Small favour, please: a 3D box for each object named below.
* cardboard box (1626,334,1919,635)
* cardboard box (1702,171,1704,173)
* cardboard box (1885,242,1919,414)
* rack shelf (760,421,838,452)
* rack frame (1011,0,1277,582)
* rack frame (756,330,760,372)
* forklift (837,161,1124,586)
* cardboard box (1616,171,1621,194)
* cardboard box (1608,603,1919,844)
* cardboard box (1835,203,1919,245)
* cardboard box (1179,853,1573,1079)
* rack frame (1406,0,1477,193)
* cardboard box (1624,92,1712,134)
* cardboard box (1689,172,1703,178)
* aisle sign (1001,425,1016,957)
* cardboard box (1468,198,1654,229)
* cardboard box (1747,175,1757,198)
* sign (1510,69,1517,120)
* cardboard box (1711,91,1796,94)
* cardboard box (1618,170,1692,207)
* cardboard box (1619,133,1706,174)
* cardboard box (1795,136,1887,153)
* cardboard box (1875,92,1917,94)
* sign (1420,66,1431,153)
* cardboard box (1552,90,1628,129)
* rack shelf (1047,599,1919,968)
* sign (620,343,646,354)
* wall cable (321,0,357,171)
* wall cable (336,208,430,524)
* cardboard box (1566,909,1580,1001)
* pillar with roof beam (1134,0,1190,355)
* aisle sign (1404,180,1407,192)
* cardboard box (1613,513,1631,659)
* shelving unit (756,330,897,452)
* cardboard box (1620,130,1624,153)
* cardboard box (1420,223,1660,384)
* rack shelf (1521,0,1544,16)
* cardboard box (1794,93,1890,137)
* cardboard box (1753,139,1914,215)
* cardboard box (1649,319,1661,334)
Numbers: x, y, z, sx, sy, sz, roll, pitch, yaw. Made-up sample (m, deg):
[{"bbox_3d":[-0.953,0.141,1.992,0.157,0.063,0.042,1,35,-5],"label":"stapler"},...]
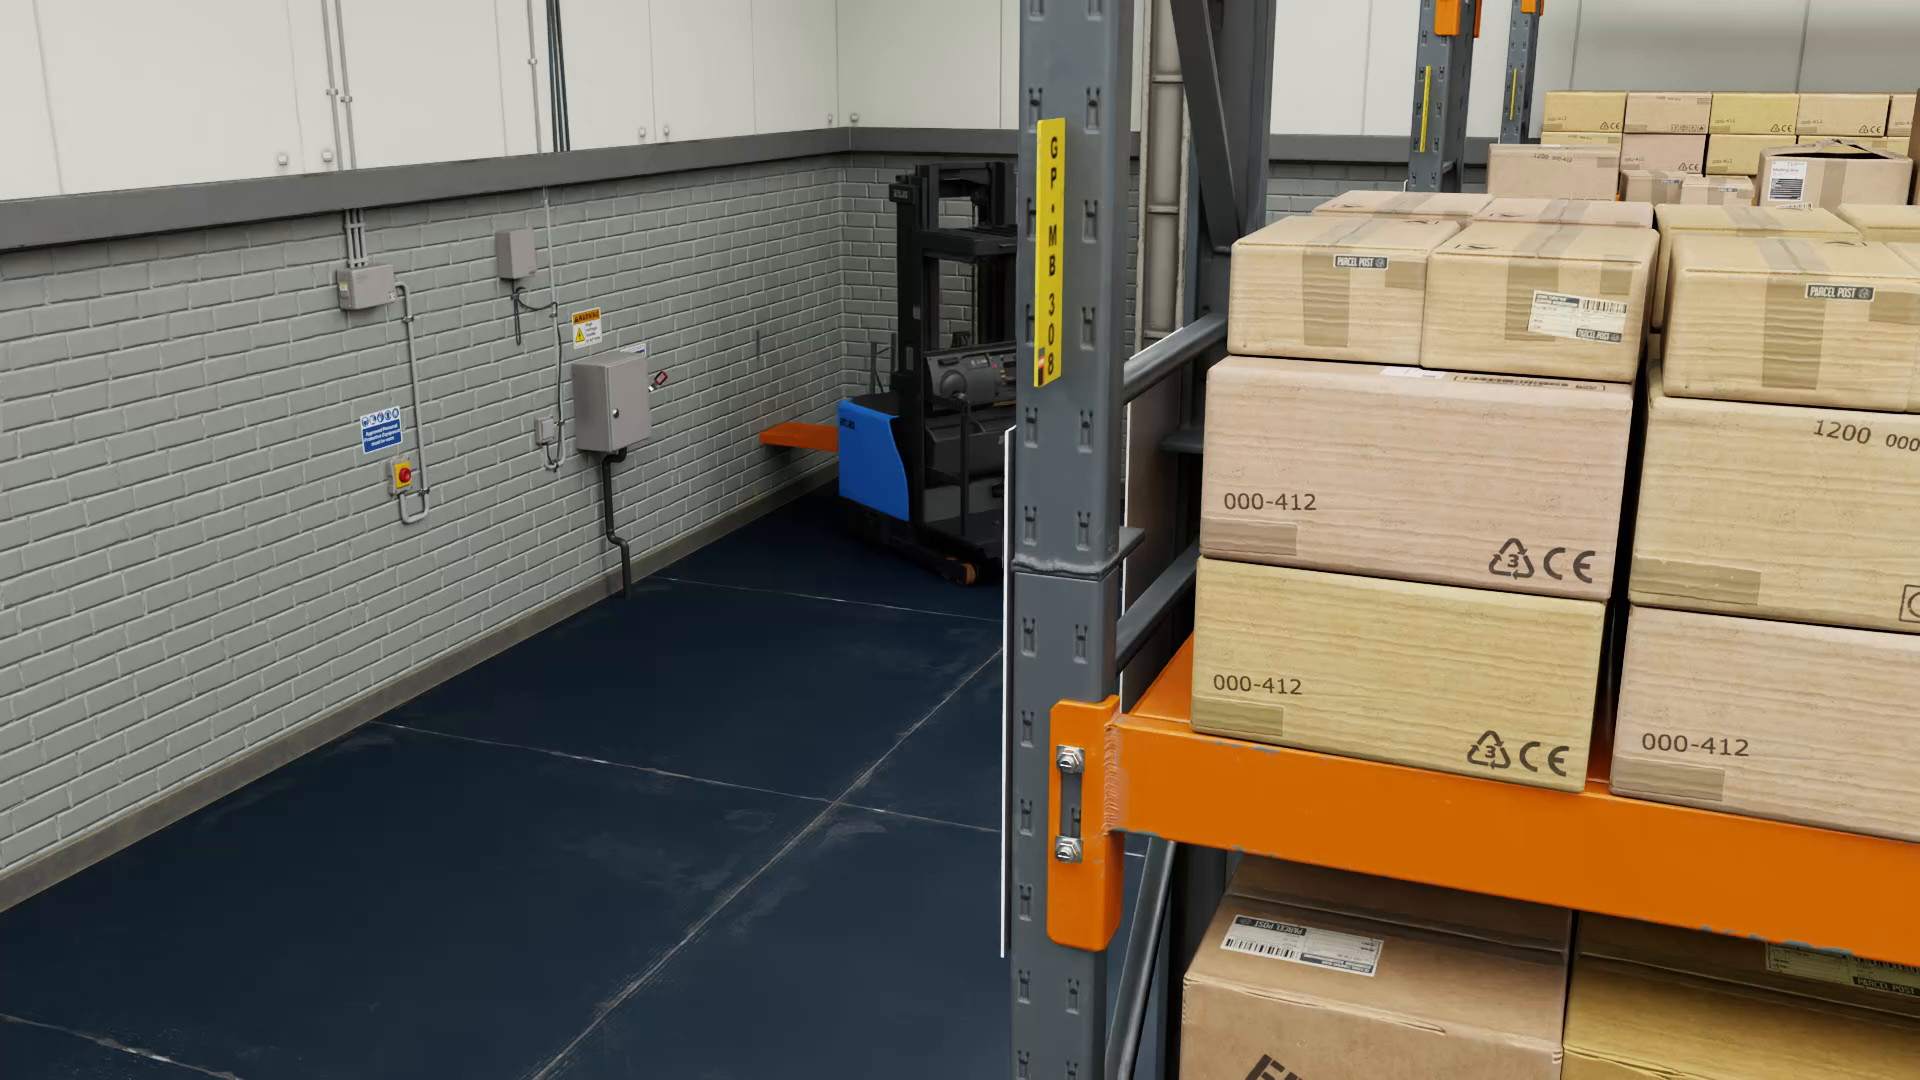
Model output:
[{"bbox_3d":[1.111,-0.083,2.070,0.500,0.250,0.500,6,17,20],"label":"cardboard box"},{"bbox_3d":[4.958,-2.486,11.426,0.250,0.149,0.380,6,17,19],"label":"cardboard box"},{"bbox_3d":[1.212,-0.245,1.914,0.250,0.149,0.380,7,17,21],"label":"cardboard box"},{"bbox_3d":[-1.132,-0.812,13.839,1.000,0.185,0.538,8,18,17],"label":"rack shelf"},{"bbox_3d":[0.312,-1.521,2.271,0.127,3.000,1.000,6,17,21],"label":"rack frame"},{"bbox_3d":[-1.606,-1.050,13.936,0.032,1.500,0.500,8,18,17],"label":"rack frame"},{"bbox_3d":[0.280,-1.228,12.147,1.130,2.935,3.031,-11,20,-34],"label":"forklift"},{"bbox_3d":[4.317,-2.428,11.229,0.250,0.149,0.380,7,17,22],"label":"cardboard box"},{"bbox_3d":[1.124,0.159,2.134,0.500,0.250,0.500,7,18,22],"label":"cardboard box"},{"bbox_3d":[1.447,-0.406,2.470,0.250,0.149,0.380,7,17,22],"label":"cardboard box"},{"bbox_3d":[0.633,0.804,2.517,0.500,0.500,0.500,6,17,20],"label":"cardboard box"},{"bbox_3d":[2.035,-2.815,6.729,0.127,3.000,1.000,6,17,21],"label":"rack frame"},{"bbox_3d":[4.639,-2.805,10.916,0.500,0.250,0.500,6,17,20],"label":"cardboard box"},{"bbox_3d":[4.743,-2.346,10.943,0.250,0.149,0.380,7,17,22],"label":"cardboard box"},{"bbox_3d":[0.134,0.182,2.503,0.004,0.787,0.394,6,17,21],"label":"aisle sign"},{"bbox_3d":[0.931,-0.437,2.575,0.250,0.149,0.380,7,17,21],"label":"cardboard box"},{"bbox_3d":[5.243,-2.311,10.825,0.250,0.149,0.380,6,17,20],"label":"cardboard box"},{"bbox_3d":[3.653,-2.941,10.976,0.005,0.325,0.100,6,17,21],"label":"sign"},{"bbox_3d":[5.335,-2.896,11.229,0.500,0.250,0.500,6,17,21],"label":"cardboard box"},{"bbox_3d":[2.906,-1.458,6.955,0.250,0.149,0.380,5,17,16],"label":"cardboard box"},{"bbox_3d":[4.645,-2.570,11.001,0.500,0.250,0.500,7,17,22],"label":"cardboard box"},{"bbox_3d":[5.606,-2.467,10.648,0.500,0.250,0.500,6,17,20],"label":"cardboard box"},{"bbox_3d":[6.257,-2.789,10.859,0.500,0.250,0.500,6,17,20],"label":"cardboard box"},{"bbox_3d":[1.825,-1.689,6.520,0.005,0.325,0.100,6,17,21],"label":"sign"},{"bbox_3d":[4.368,-3.000,11.585,0.500,0.250,0.500,6,17,19],"label":"cardboard box"},{"bbox_3d":[2.173,0.470,2.085,4.000,0.370,1.077,6,17,21],"label":"rack shelf"},{"bbox_3d":[-2.324,-1.138,11.884,0.001,0.494,0.329,6,17,21],"label":"sign"},{"bbox_3d":[-3.360,-3.324,8.481,0.029,3.000,0.463,6,17,21],"label":"wall cable"},{"bbox_3d":[-3.219,-1.007,9.385,0.123,1.953,0.585,6,17,21],"label":"wall cable"},{"bbox_3d":[0.829,0.672,2.973,0.500,0.500,0.500,6,17,19],"label":"cardboard box"},{"bbox_3d":[0.095,-3.496,9.074,0.400,9.000,9.100,6,17,21],"label":"pillar with roof beam"},{"bbox_3d":[1.861,-1.114,6.969,0.004,0.787,0.394,6,17,21],"label":"aisle sign"},{"bbox_3d":[1.310,0.020,2.613,0.500,0.250,0.500,6,17,21],"label":"cardboard box"},{"bbox_3d":[-1.133,-0.985,13.789,1.083,1.500,0.587,8,18,17],"label":"shelving unit"},{"bbox_3d":[4.366,-2.758,11.648,0.500,0.250,0.500,6,17,20],"label":"cardboard box"},{"bbox_3d":[0.761,-0.317,2.161,0.250,0.149,0.380,7,18,23],"label":"cardboard box"},{"bbox_3d":[5.713,-3.551,10.560,4.000,0.370,1.077,6,17,21],"label":"rack shelf"},{"bbox_3d":[5.589,-2.708,10.580,0.500,0.250,0.500,7,18,22],"label":"cardboard box"},{"bbox_3d":[3.409,-1.415,6.515,0.500,0.311,0.500,7,17,22],"label":"cardboard box"},{"bbox_3d":[1.310,-0.215,2.526,0.500,0.250,0.500,6,17,19],"label":"cardboard box"}]
